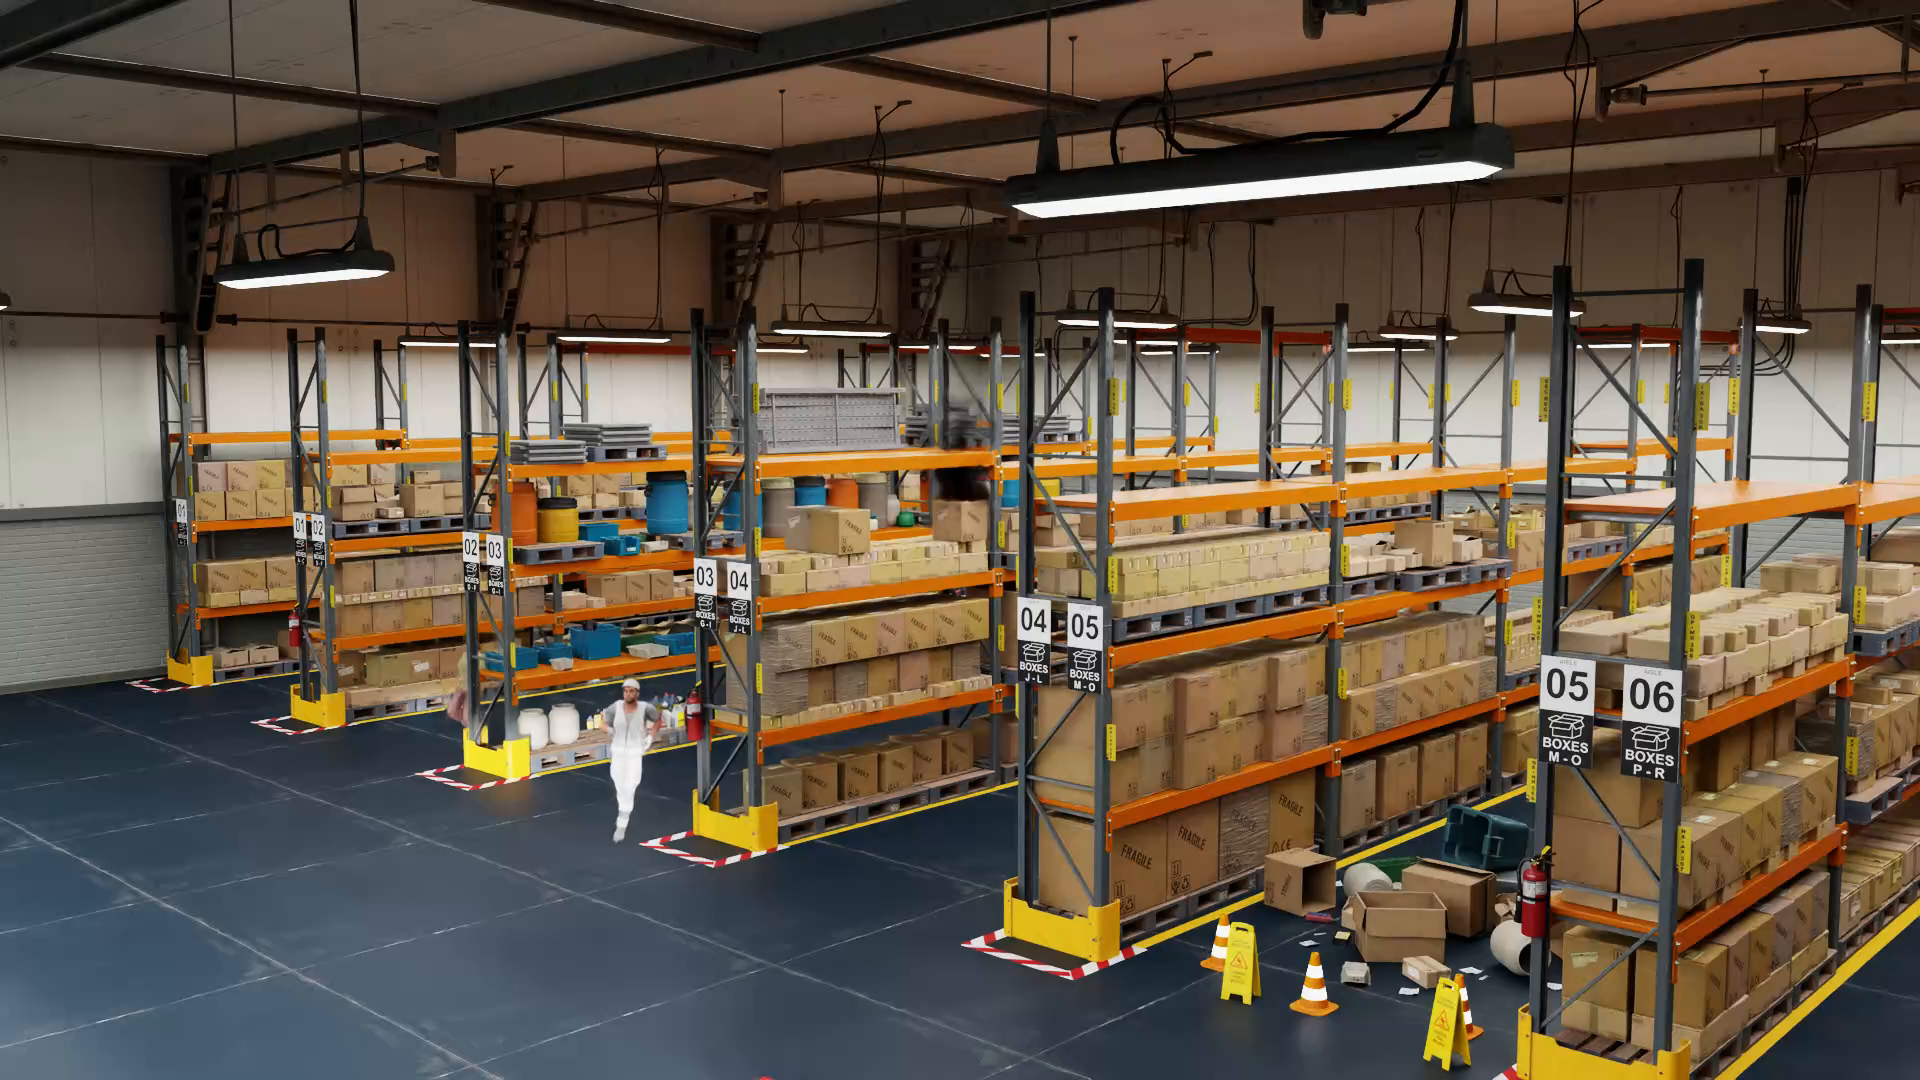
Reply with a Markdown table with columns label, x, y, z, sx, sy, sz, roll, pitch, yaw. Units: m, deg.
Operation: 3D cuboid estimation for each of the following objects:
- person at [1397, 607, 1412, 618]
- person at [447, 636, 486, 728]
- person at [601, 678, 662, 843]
| label | x | y | z | sx | sy | sz | roll | pitch | yaw |
| --- | --- | --- | --- | --- | --- | --- | --- | --- | --- |
| person | 6.929 | 1.880 | 26.269 | 0.617 | 1.715 | 0.710 | 4 | 6 | 33 |
| person | -7.016 | 2.135 | 23.702 | 0.579 | 1.607 | 0.540 | 3 | 6 | 29 |
| person | -3.788 | 2.484 | 19.089 | 0.656 | 1.832 | 0.819 | 0 | 5 | 5 |
